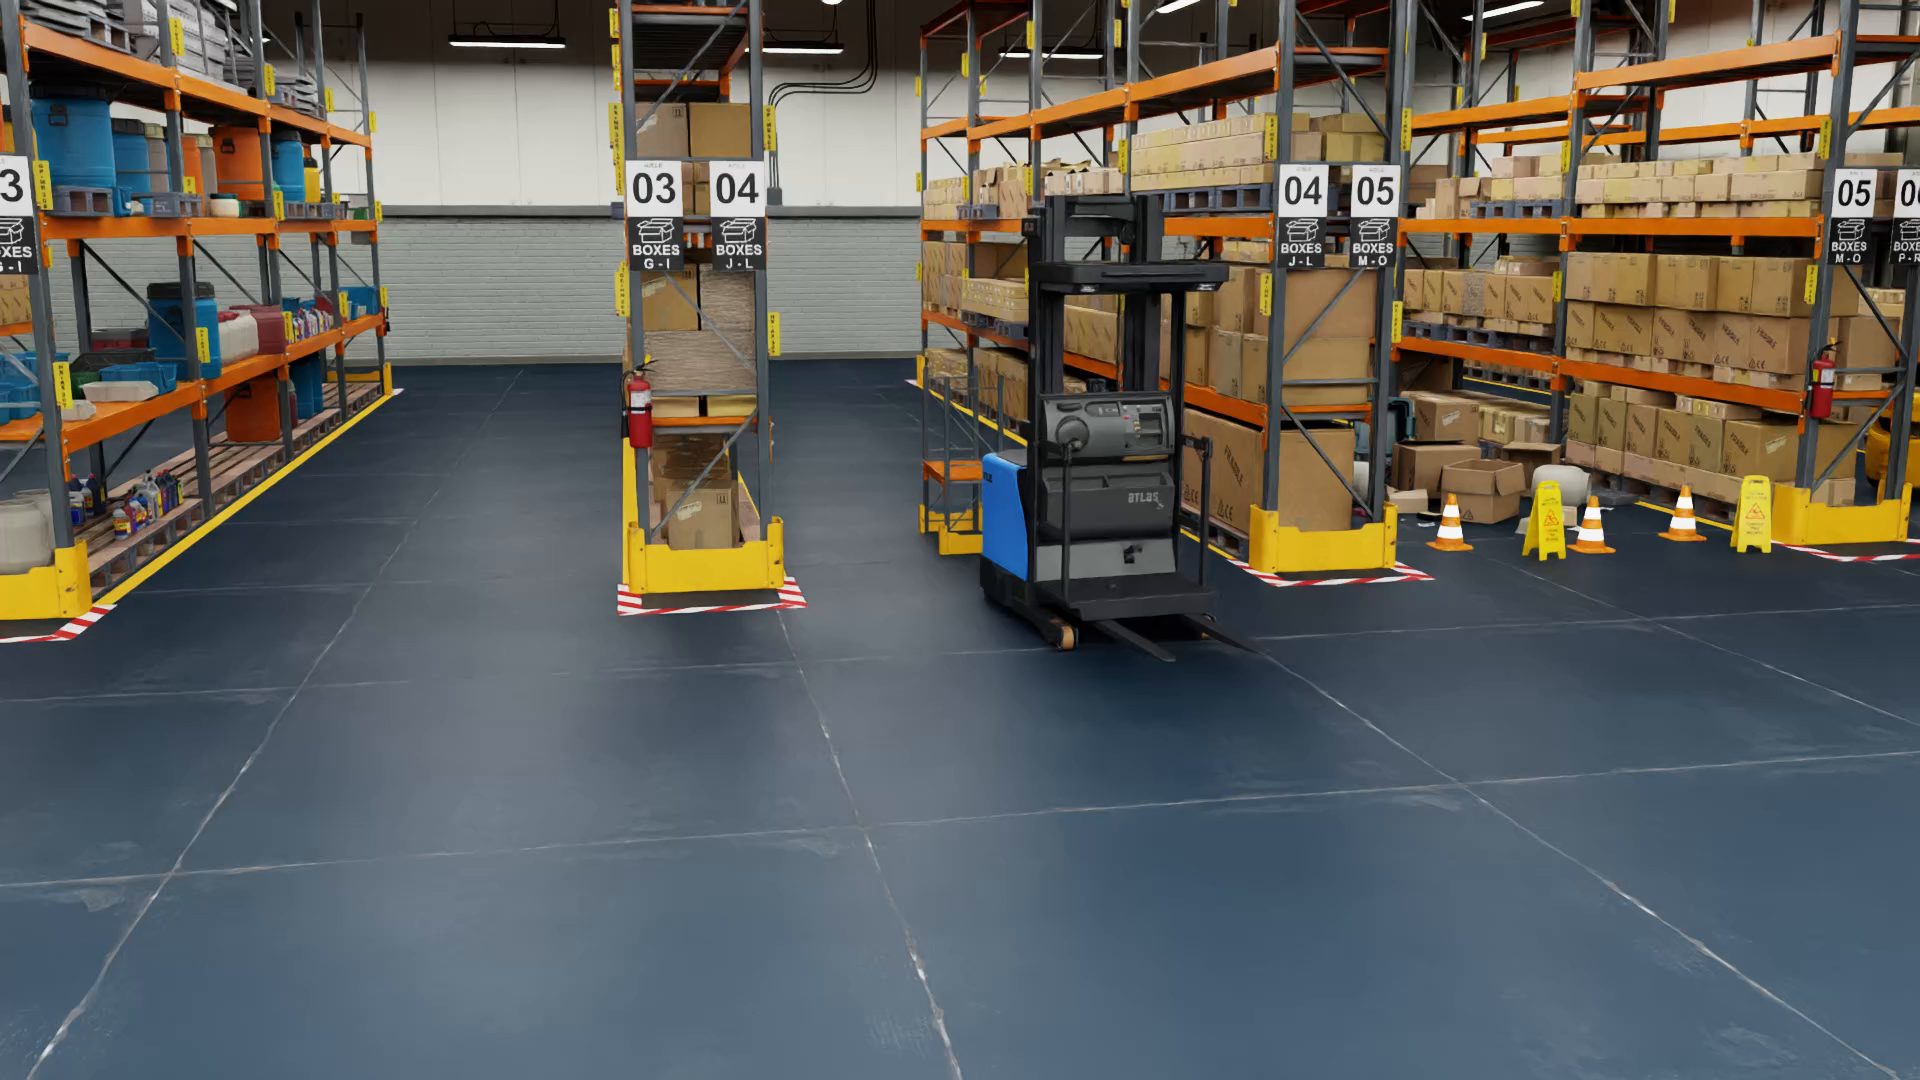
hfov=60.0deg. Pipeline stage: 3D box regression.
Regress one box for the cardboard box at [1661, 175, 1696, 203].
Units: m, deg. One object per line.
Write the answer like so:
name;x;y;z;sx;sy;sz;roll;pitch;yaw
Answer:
cardboard box;7.117;-3.373;15.979;0.500;0.250;0.500;-2;11;-10

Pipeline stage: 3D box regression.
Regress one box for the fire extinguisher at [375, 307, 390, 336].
fire extinguisher;-9.491;-3.680;27.213;0.296;0.674;0.183;-2;11;-11

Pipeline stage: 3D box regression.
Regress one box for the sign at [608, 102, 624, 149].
sign;-2.486;-2.995;12.018;0.100;0.325;0.005;-2;11;-11

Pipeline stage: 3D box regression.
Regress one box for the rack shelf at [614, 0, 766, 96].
rack shelf;-2.326;-4.062;13.902;1.077;0.370;4.000;-2;11;-11

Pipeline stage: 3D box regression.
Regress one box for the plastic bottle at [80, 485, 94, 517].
plastic bottle;-7.677;-0.347;14.616;0.097;0.271;0.097;0;11;0

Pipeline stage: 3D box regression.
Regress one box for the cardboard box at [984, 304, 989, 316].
cardboard box;0.544;-3.174;22.897;0.380;0.149;0.250;-3;11;-14

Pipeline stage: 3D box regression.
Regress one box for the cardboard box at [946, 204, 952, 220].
cardboard box;0.068;-5.131;26.009;0.500;0.250;0.500;-2;11;-12

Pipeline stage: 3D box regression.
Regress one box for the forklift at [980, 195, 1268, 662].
forklift;1.078;-0.798;11.051;1.130;2.935;3.031;-3;11;-17

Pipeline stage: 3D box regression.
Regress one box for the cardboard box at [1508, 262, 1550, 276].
cardboard box;6.547;-3.119;19.142;0.380;0.149;0.250;-2;11;-13

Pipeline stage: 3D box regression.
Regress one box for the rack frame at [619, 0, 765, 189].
rack frame;-1.937;-4.050;11.907;1.000;3.000;0.127;-2;11;-11

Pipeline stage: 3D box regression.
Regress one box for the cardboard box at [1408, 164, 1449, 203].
cardboard box;6.006;-4.725;22.075;0.797;0.503;0.637;-3;11;-15

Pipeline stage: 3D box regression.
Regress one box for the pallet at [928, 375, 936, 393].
pallet;-0.026;-2.665;28.134;1.003;0.211;1.213;-2;11;-11

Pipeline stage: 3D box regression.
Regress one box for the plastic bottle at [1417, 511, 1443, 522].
plastic bottle;4.417;-0.225;15.716;0.133;0.061;0.283;-6;13;-31

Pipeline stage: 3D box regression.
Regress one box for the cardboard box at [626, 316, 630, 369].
cardboard box;-2.626;-1.854;15.351;0.875;0.500;0.500;-2;11;-11

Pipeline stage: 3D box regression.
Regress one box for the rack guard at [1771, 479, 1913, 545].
rack guard;7.769;-0.249;14.668;1.175;0.500;0.348;-2;11;-11

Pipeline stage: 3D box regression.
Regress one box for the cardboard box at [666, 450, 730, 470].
cardboard box;-2.360;-0.524;14.990;0.500;0.500;0.500;-3;11;-16

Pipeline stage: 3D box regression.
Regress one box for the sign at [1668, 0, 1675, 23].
sign;7.541;-5.658;17.646;0.100;0.325;0.005;-2;11;-11

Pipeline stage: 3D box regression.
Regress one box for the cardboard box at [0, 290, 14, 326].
cardboard box;-14.119;-3.375;24.141;0.500;0.500;0.500;-2;11;-12

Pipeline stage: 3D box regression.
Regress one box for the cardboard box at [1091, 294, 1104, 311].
cardboard box;1.867;-2.816;18.529;0.700;0.500;0.500;-2;11;-11

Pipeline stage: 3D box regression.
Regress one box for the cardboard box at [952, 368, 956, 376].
cardboard box;0.085;-2.657;26.339;0.380;0.149;0.250;-2;11;-10

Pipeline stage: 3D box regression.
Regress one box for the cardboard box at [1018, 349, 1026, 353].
cardboard box;1.094;-2.590;23.838;0.500;0.250;0.500;-2;11;-8

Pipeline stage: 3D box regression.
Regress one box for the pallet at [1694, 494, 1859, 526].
pallet;7.645;-0.257;15.485;1.003;0.211;1.213;-2;11;-11

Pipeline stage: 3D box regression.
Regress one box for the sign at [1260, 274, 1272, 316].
sign;2.413;-1.933;13.097;0.100;0.325;0.005;-2;11;-11

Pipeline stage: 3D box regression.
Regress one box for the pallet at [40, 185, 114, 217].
pallet;-6.861;-2.459;12.074;1.003;0.211;1.213;-2;11;-11

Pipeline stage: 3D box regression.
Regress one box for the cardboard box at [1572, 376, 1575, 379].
cardboard box;10.421;-2.860;27.770;0.500;0.311;0.500;-2;11;-9

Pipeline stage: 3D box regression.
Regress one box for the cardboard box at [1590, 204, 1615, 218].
cardboard box;6.819;-3.431;17.348;0.380;0.149;0.250;-2;11;-11

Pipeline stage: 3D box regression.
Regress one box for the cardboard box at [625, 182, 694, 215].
cardboard box;-2.280;-2.582;12.617;0.500;0.250;0.500;-2;11;-10

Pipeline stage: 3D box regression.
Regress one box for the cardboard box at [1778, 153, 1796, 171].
cardboard box;7.416;-3.305;14.555;0.380;0.149;0.250;-2;11;-10

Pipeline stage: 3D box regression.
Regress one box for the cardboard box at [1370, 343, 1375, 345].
cardboard box;6.005;-2.386;23.771;0.875;0.875;0.875;-2;11;-10

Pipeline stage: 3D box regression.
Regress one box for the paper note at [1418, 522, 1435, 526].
paper note;4.316;-0.147;15.391;0.144;0.017;0.142;2;11;9

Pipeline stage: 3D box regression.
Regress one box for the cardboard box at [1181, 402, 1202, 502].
cardboard box;2.402;-0.878;15.844;0.875;0.875;0.875;-2;11;-11

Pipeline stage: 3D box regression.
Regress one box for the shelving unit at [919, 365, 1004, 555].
shelving unit;0.015;-0.723;14.483;0.587;1.500;1.083;-2;11;-11

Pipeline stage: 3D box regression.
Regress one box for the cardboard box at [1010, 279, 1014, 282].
cardboard box;0.936;-3.725;24.201;0.380;0.149;0.250;-2;11;-13

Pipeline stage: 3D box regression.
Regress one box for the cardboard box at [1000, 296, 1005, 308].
cardboard box;0.742;-3.132;21.882;0.380;0.149;0.250;-2;11;-10

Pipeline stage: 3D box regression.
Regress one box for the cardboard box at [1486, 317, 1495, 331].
cardboard box;6.450;-2.552;19.629;0.380;0.149;0.250;-2;11;-11

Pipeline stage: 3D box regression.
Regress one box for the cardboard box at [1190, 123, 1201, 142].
cardboard box;2.253;-3.591;14.667;0.380;0.149;0.250;-2;11;-11

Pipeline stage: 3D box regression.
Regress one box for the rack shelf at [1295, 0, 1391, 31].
rack shelf;5.839;-7.523;23.193;1.077;0.370;4.000;-2;11;-11

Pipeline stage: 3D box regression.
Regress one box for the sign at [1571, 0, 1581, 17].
sign;6.462;-5.659;17.441;0.100;0.325;0.005;-2;11;-11

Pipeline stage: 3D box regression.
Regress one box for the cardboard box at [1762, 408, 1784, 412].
cardboard box;7.697;-1.037;16.350;0.500;0.500;0.500;-2;11;-10

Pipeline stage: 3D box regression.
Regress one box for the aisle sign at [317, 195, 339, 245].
aisle sign;-10.213;-5.137;26.709;0.394;0.787;0.004;-2;11;-11

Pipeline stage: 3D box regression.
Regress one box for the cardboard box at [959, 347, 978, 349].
cardboard box;0.187;-3.209;28.446;0.380;0.149;0.250;-2;11;-10

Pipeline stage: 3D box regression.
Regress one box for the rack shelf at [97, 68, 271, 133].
rack shelf;-7.963;-4.420;16.847;1.077;0.370;4.000;-2;11;-11

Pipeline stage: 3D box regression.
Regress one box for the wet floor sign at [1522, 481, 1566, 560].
wet floor sign;4.896;-0.175;13.889;0.267;0.644;0.232;-4;12;-21

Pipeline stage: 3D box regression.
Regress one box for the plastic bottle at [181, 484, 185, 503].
plastic bottle;-7.197;-0.442;15.306;0.097;0.201;0.097;0;11;0

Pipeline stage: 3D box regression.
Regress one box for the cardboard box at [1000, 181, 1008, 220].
cardboard box;0.828;-4.533;22.201;0.500;0.500;0.500;-2;11;-11

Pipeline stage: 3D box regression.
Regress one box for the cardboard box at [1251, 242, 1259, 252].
cardboard box;4.943;-4.757;26.989;0.380;0.149;0.250;-2;11;-11

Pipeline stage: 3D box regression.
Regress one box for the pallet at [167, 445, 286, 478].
pallet;-8.239;-0.876;18.737;1.003;0.211;1.213;-2;11;-11

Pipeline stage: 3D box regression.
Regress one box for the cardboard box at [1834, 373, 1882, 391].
cardboard box;7.921;-1.410;14.751;0.380;0.149;0.250;-2;11;-11

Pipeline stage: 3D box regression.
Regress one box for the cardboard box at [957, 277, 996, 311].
cardboard box;0.243;-3.739;25.256;0.500;0.500;0.500;-2;11;-11

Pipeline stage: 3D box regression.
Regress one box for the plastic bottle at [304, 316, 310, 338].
plastic bottle;-8.406;-2.738;21.372;0.061;0.283;0.133;-2;11;-11

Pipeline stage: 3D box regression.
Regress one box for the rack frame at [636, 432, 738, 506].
rack frame;-2.715;-1.836;16.322;1.000;3.000;0.127;-2;11;-11

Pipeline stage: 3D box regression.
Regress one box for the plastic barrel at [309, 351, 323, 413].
plastic barrel;-9.040;-2.199;22.714;0.600;0.901;0.708;-2;11;-11

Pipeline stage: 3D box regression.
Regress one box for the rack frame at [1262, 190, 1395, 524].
rack frame;2.948;-1.265;13.318;1.000;3.000;0.127;-2;11;-11

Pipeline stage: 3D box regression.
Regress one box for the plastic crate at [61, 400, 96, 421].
plastic crate;-6.654;-0.969;12.470;0.298;0.136;0.250;-2;11;-11

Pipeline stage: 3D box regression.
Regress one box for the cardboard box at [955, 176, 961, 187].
cardboard box;0.135;-5.446;25.260;0.380;0.149;0.250;-2;11;-11

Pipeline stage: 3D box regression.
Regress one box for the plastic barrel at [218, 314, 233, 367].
plastic barrel;-7.687;-2.041;17.034;0.433;0.535;0.433;0;11;0

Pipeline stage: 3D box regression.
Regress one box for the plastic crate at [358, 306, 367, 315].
plastic crate;-9.571;-3.614;26.207;0.396;0.136;0.243;-2;11;-11
